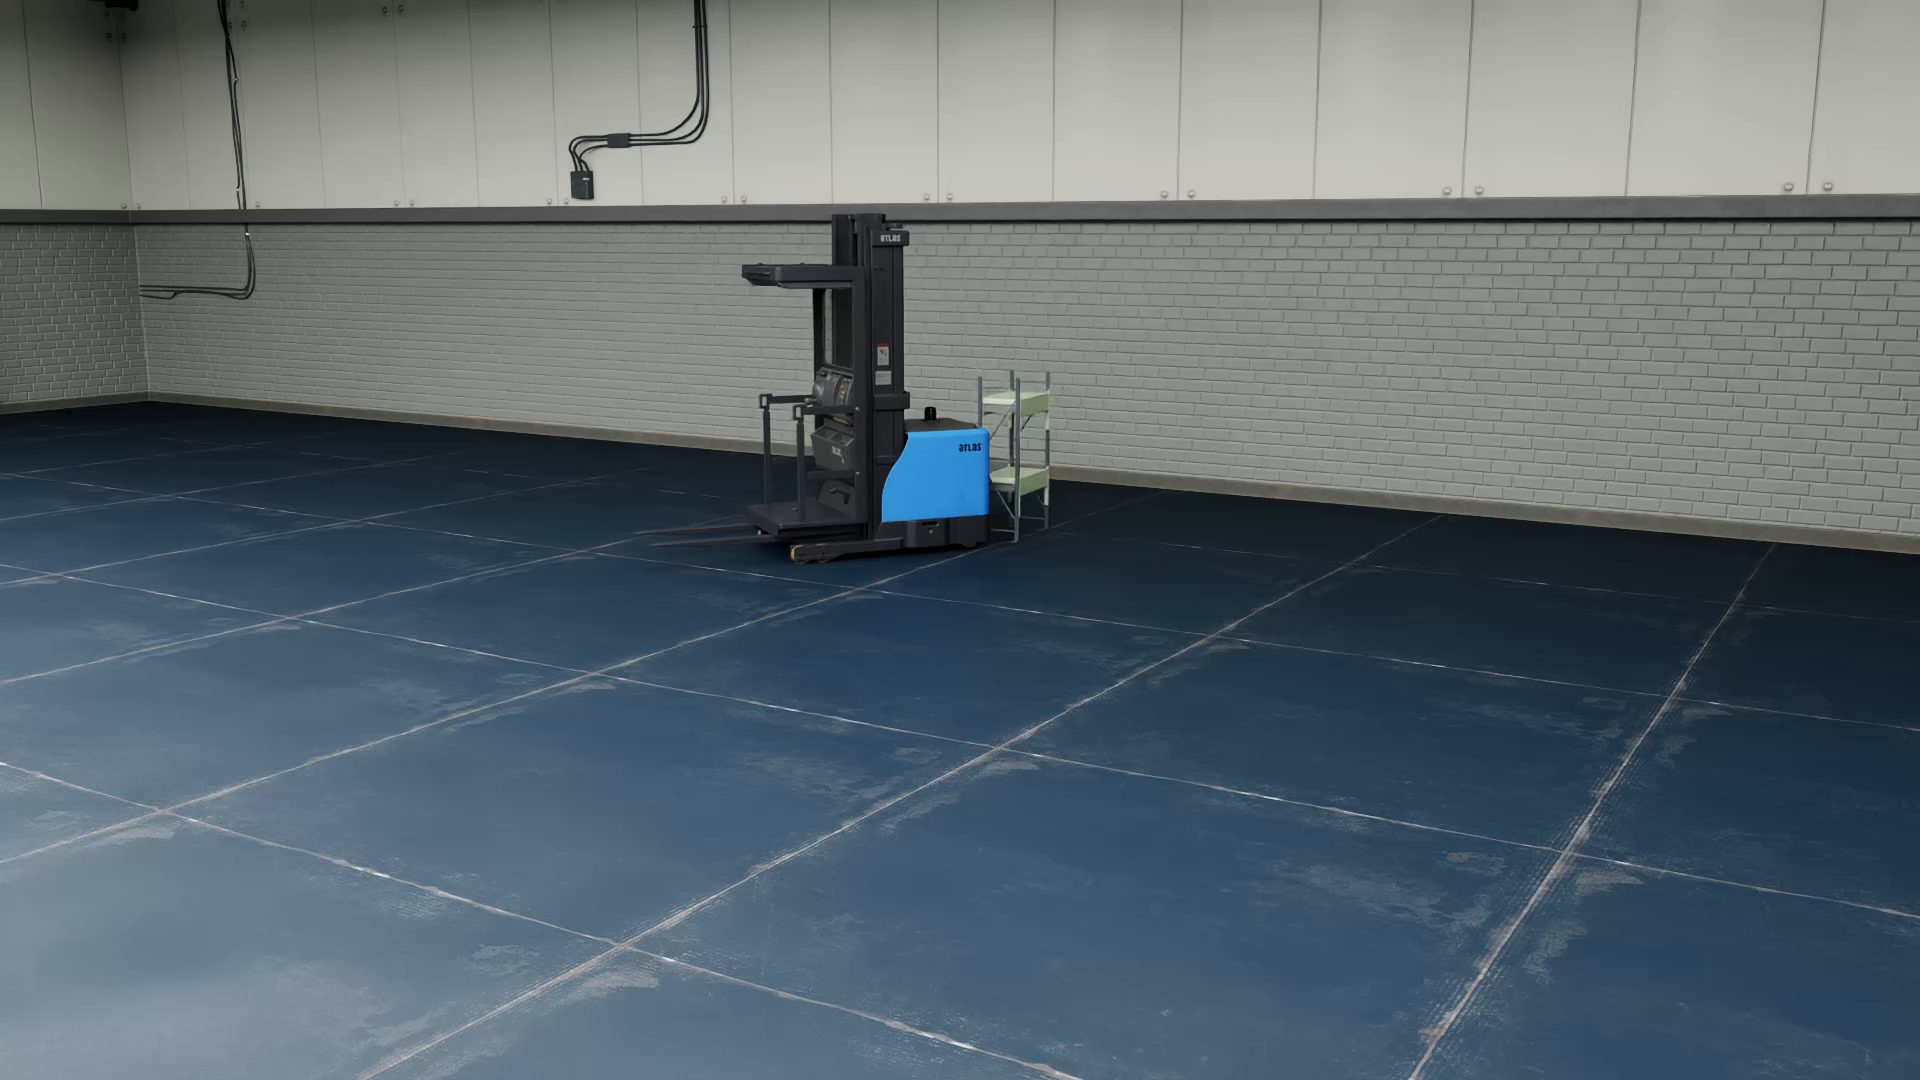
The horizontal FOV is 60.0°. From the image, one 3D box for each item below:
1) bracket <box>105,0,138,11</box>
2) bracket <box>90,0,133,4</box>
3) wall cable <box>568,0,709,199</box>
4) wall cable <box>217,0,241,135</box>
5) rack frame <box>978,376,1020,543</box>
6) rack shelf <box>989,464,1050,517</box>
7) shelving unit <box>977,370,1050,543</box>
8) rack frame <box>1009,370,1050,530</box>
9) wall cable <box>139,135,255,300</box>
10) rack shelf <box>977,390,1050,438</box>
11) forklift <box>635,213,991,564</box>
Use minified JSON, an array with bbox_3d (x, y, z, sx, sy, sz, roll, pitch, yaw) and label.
[{"bbox_3d":[-13.148,-8.433,26.061,0.235,0.232,0.430,6,12,31],"label":"bracket"},{"bbox_3d":[-13.455,-8.341,25.565,0.076,0.066,3.189,6,12,31],"label":"bracket"},{"bbox_3d":[-4.132,-7.359,20.863,2.305,6.003,0.169,6,12,31],"label":"wall cable"},{"bbox_3d":[-9.926,-7.295,24.474,3.097,2.526,0.112,6,12,31],"label":"wall cable"},{"bbox_3d":[0.350,-0.727,15.057,0.400,1.500,0.023,5,12,24],"label":"rack frame"},{"bbox_3d":[0.501,-0.468,15.444,0.431,0.370,0.720,5,12,24],"label":"rack shelf"},{"bbox_3d":[0.501,-0.788,15.384,0.431,1.500,0.755,5,12,24],"label":"shelving unit"},{"bbox_3d":[0.653,-0.849,15.711,0.400,1.500,0.023,5,12,24],"label":"rack frame"},{"bbox_3d":[-12.238,-5.071,26.320,3.097,2.526,0.112,6,12,31],"label":"wall cable"},{"bbox_3d":[0.501,-1.172,15.312,0.431,0.370,0.720,5,12,24],"label":"rack shelf"},{"bbox_3d":[-1.292,-1.343,14.457,3.031,2.935,1.130,-5,12,-23],"label":"forklift"}]
